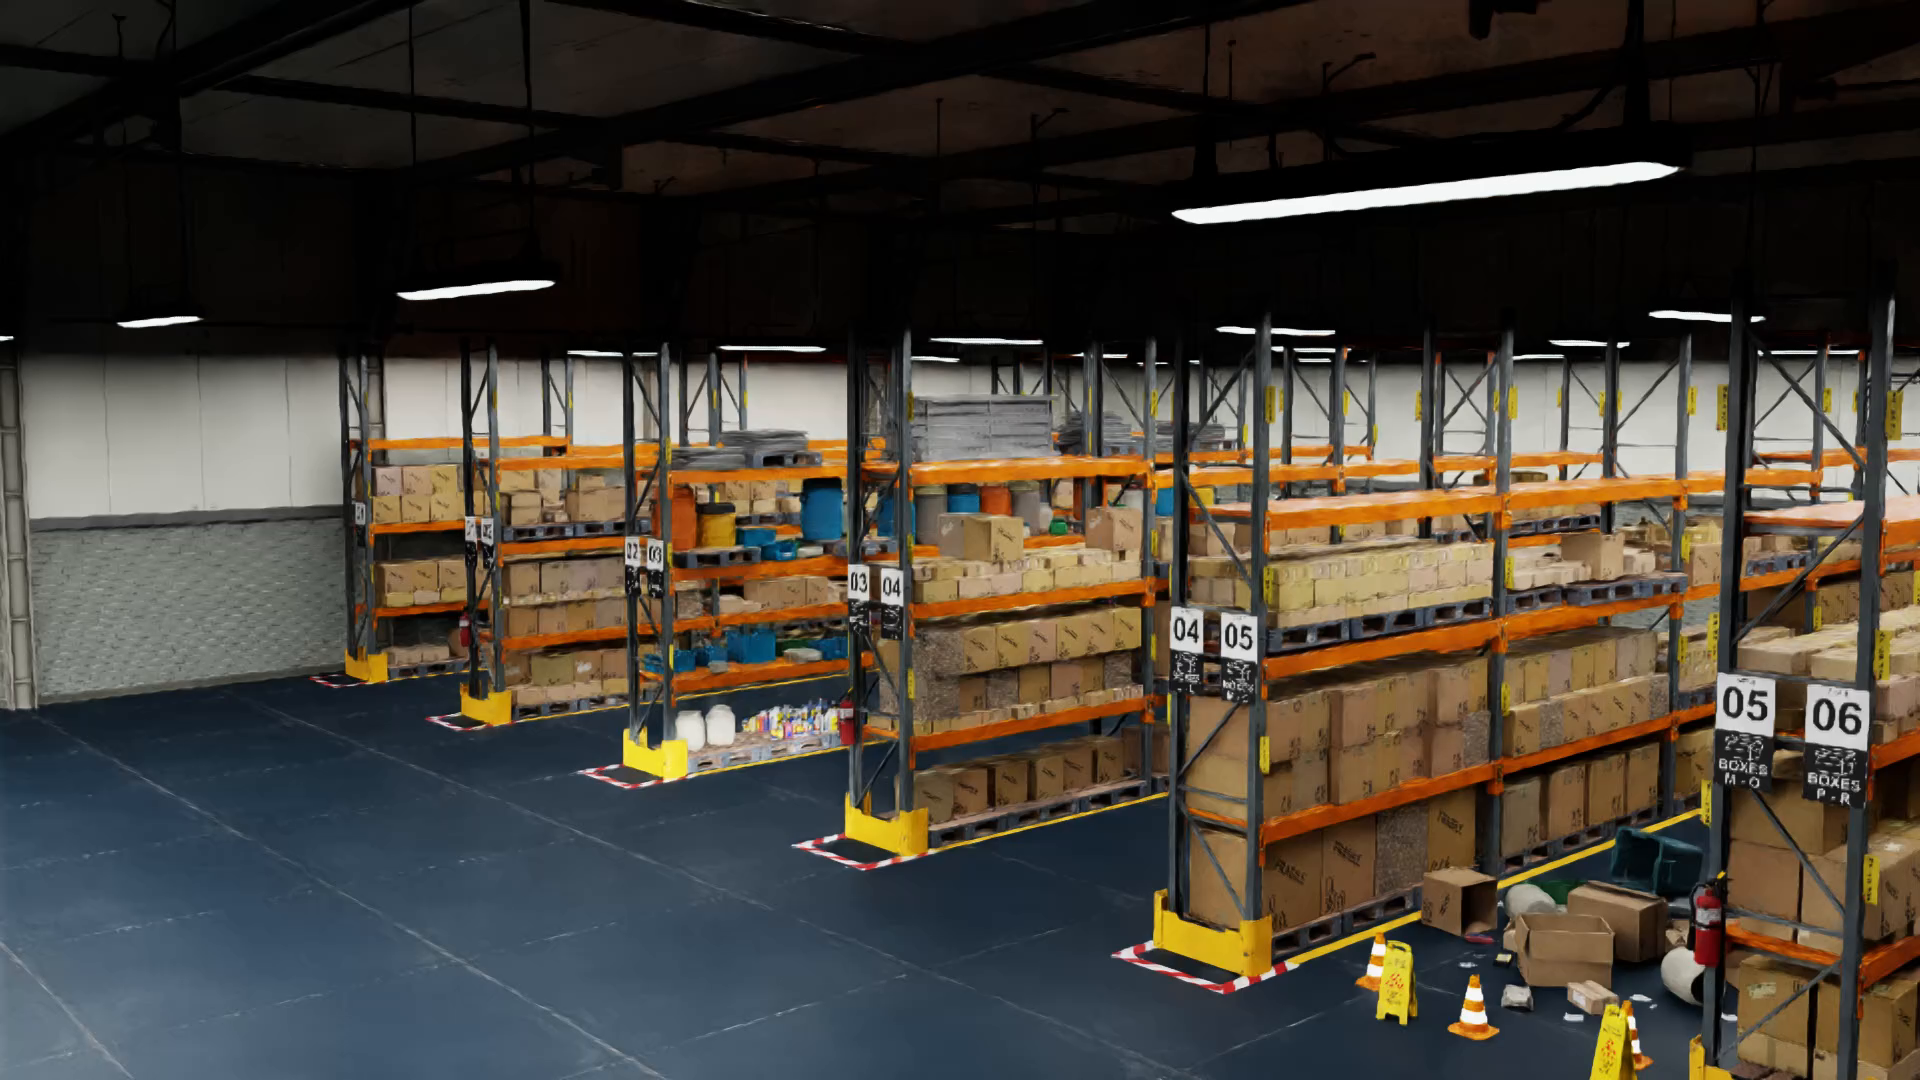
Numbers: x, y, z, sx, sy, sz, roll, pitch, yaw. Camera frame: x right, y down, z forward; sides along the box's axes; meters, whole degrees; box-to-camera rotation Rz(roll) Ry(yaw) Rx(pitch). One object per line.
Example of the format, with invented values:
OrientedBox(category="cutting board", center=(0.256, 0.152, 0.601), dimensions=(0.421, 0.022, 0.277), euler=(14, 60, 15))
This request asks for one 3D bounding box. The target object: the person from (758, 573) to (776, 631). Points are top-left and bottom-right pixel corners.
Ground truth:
OrientedBox(category="person", center=(-3.679, 1.382, 32.070), dimensions=(0.443, 1.787, 0.600), euler=(2, 5, 18))
